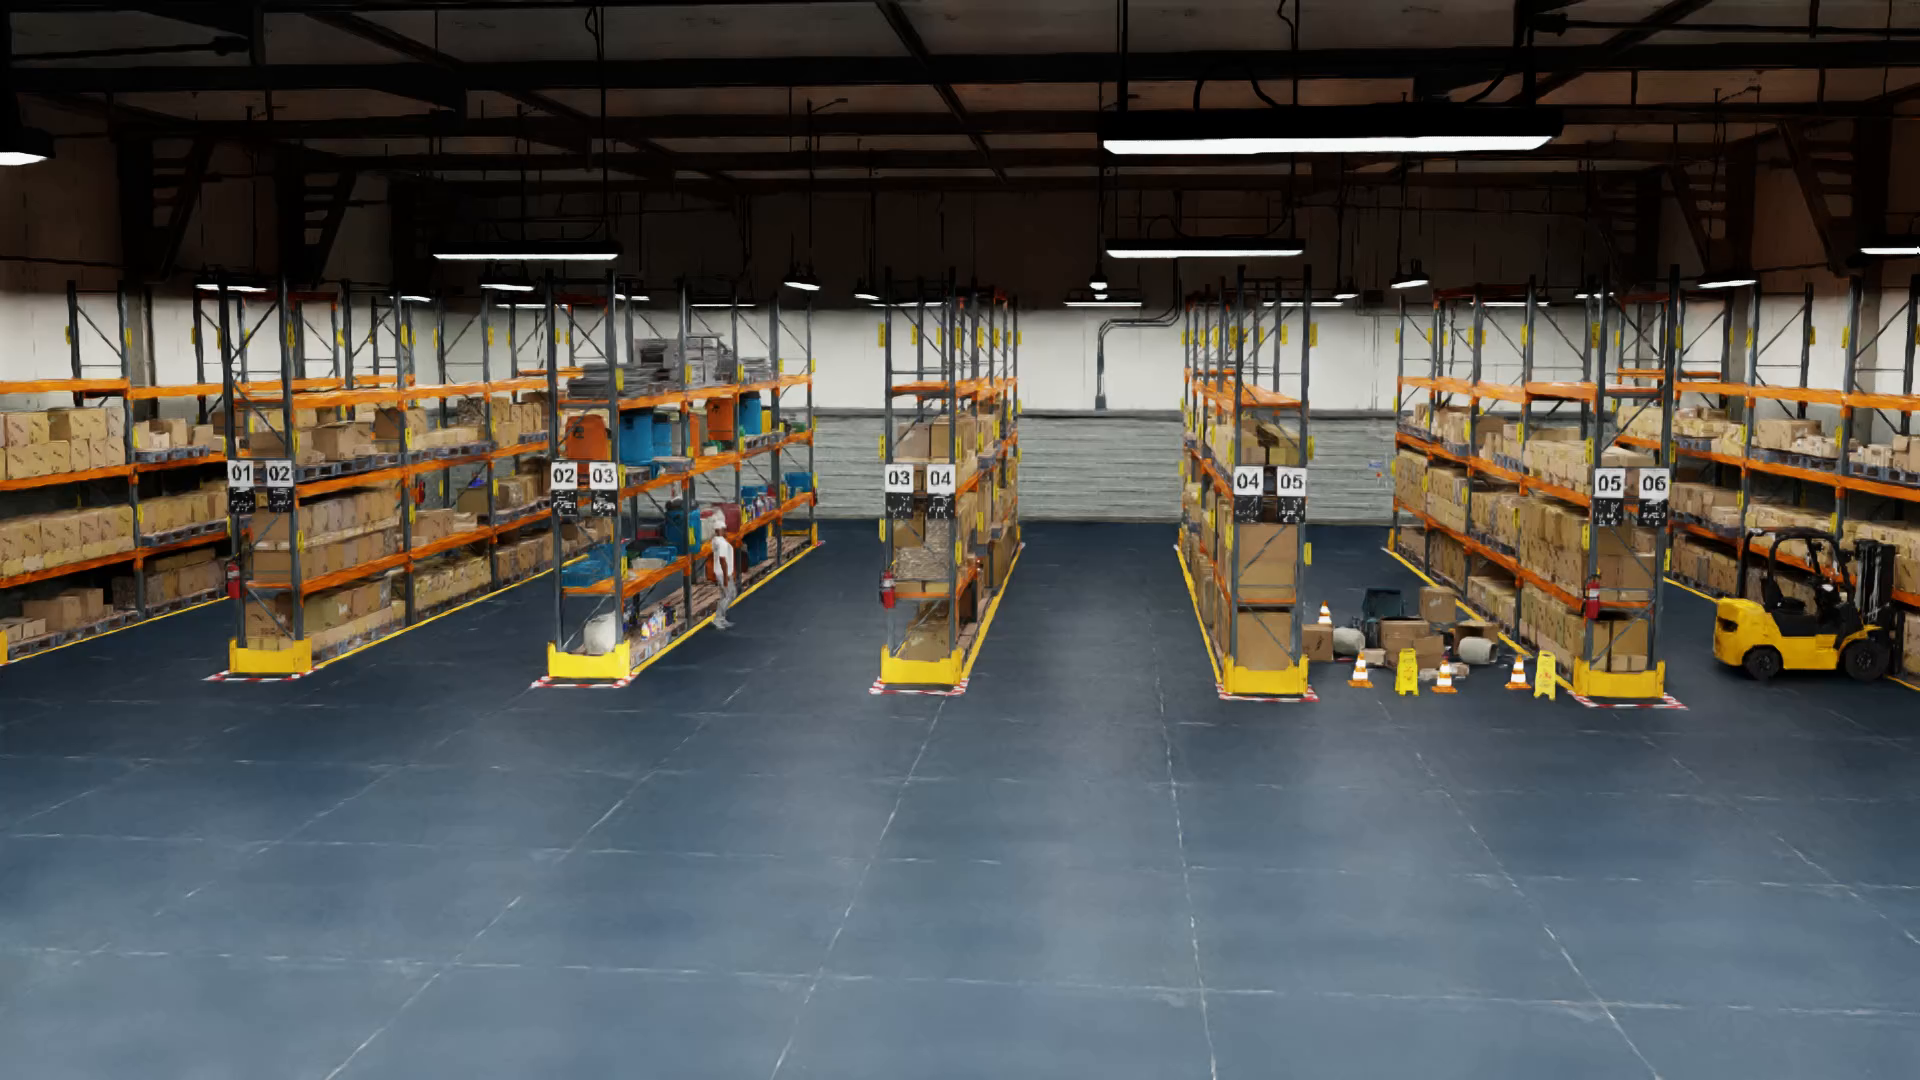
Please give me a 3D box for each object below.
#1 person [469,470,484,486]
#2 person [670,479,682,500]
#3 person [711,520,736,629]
[{"bbox_3d":[-12.515,-1.034,43.138,0.463,1.596,0.998,0,7,4],"label":"person"},{"bbox_3d":[-7.189,-1.060,42.824,0.553,1.709,1.123,1,7,7],"label":"person"},{"bbox_3d":[-3.881,0.552,27.149,0.430,1.763,0.607,-3,7,-22],"label":"person"}]
